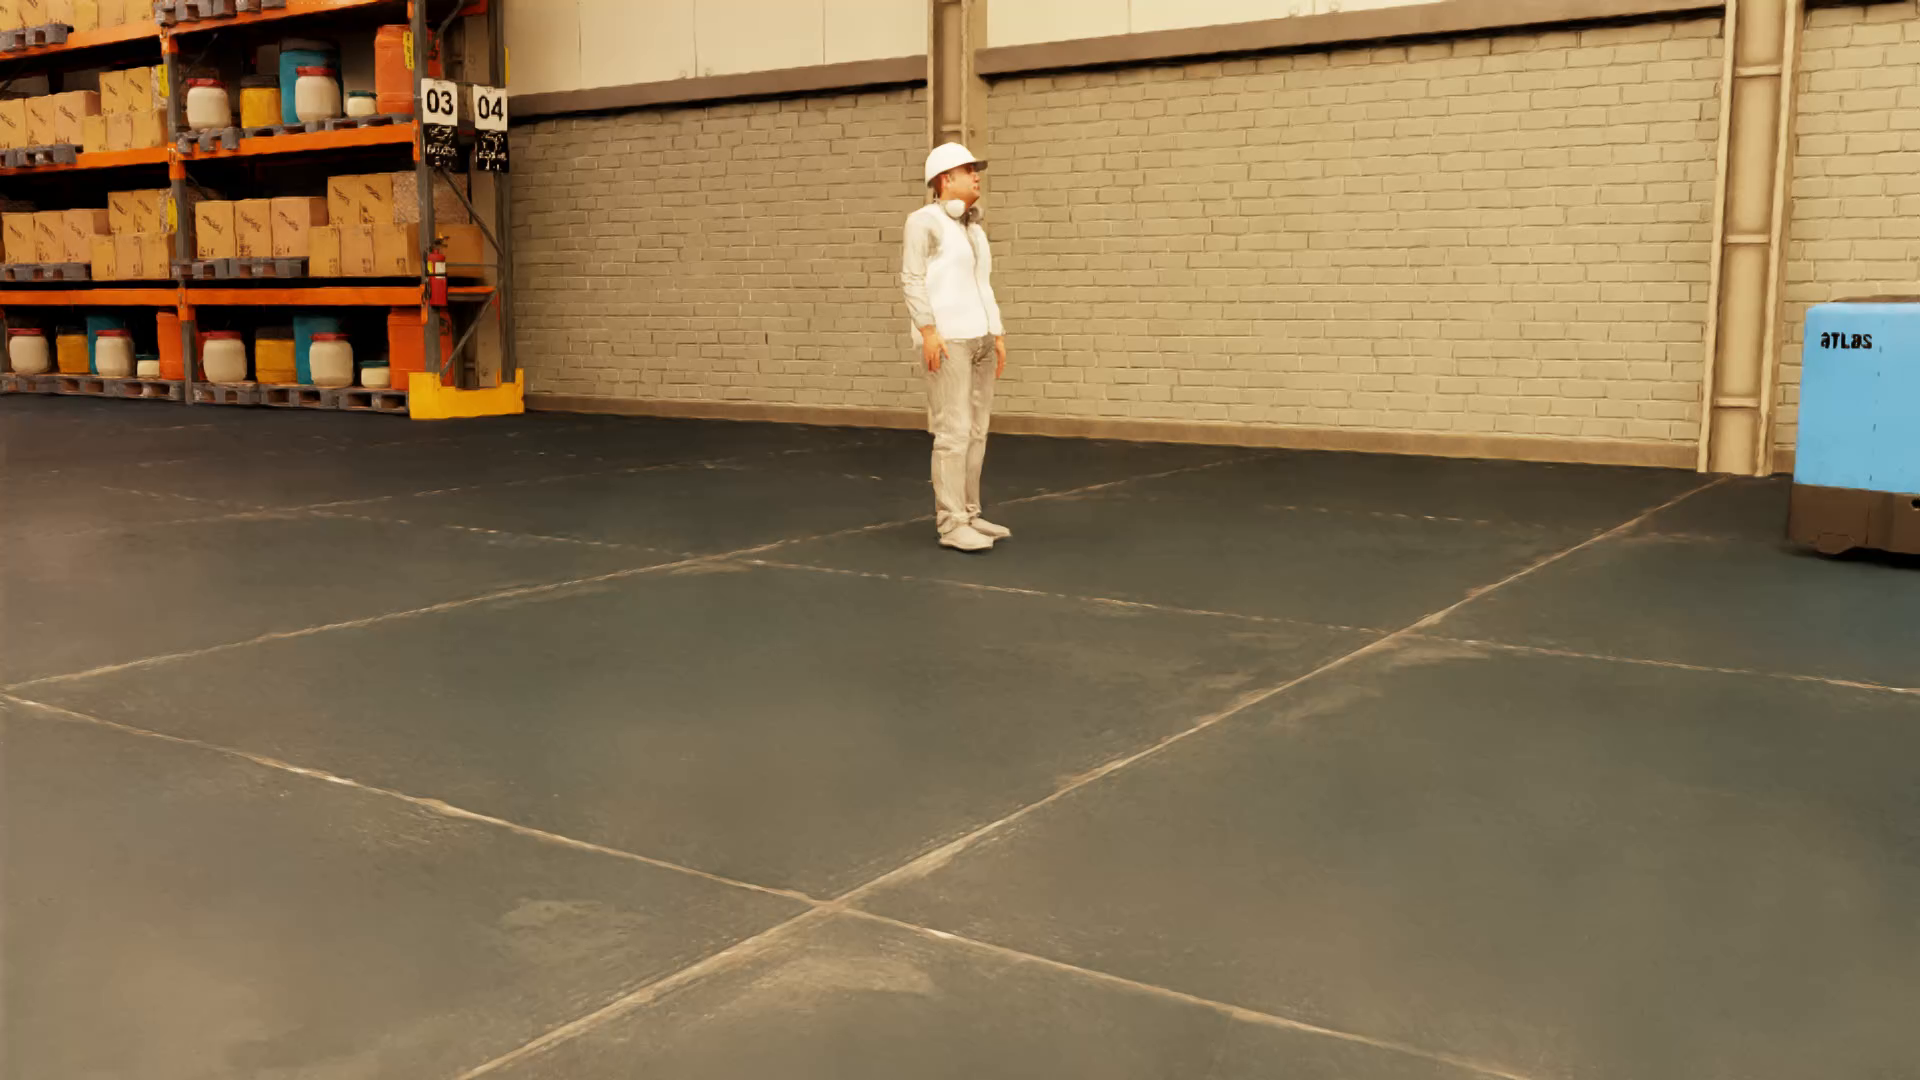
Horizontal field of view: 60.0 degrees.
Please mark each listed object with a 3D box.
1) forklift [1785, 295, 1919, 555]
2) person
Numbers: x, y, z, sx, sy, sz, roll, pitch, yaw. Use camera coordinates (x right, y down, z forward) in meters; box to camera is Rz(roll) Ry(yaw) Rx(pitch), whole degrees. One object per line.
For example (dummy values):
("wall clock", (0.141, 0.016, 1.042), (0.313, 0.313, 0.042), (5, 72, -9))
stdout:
("forklift", (4.831, -1.262, 6.064), (1.130, 2.935, 3.031), (-6, 10, -36))
("person", (0.047, -0.879, 7.436), (0.567, 1.773, 0.632), (5, 10, 34))
